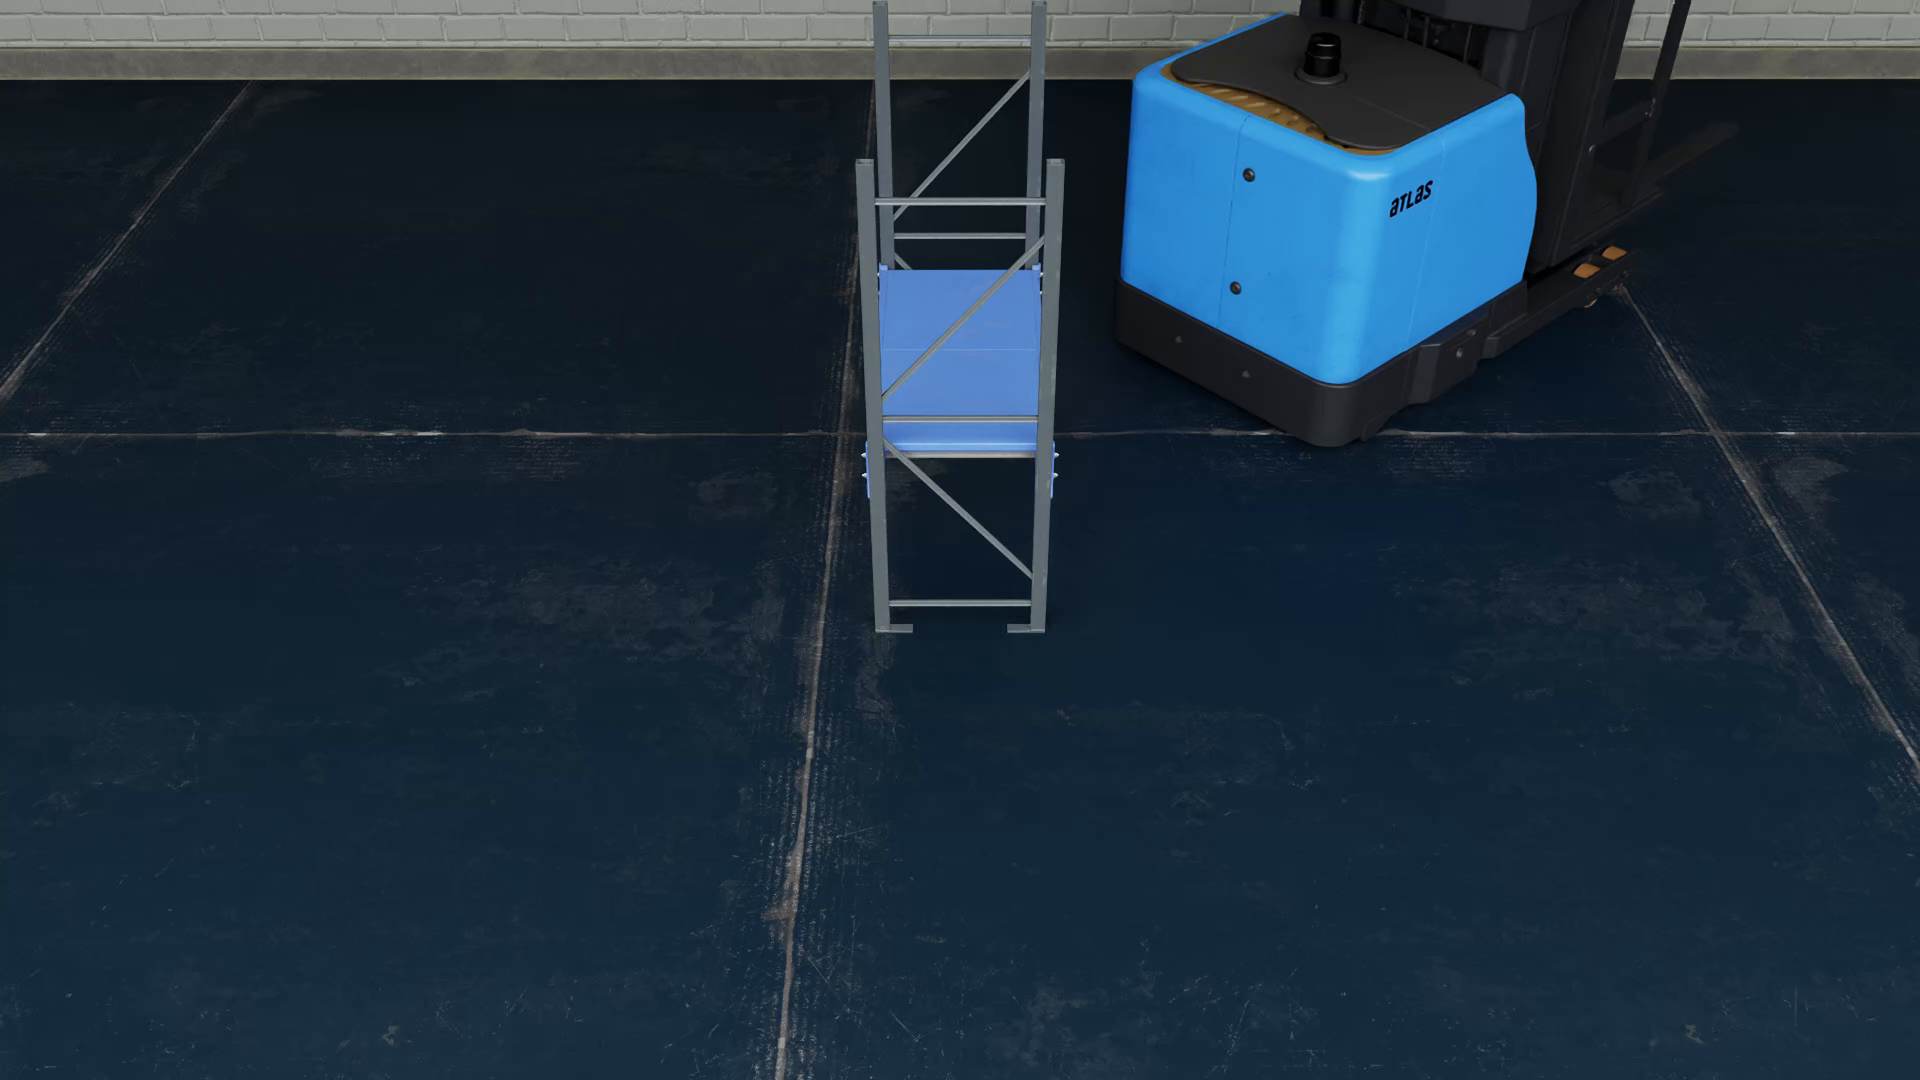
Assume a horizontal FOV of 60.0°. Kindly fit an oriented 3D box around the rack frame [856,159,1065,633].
[{"bbox_3d":[0.000,-0.321,4.451,0.500,1.500,0.032,0,39,0],"label":"rack frame"}]

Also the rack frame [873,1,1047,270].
[{"bbox_3d":[-0.001,-0.956,5.244,0.500,1.500,0.032,0,39,0],"label":"rack frame"}]

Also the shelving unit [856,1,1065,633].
[{"bbox_3d":[0.000,-0.639,4.848,0.538,1.500,1.048,0,39,0],"label":"shelving unit"}]

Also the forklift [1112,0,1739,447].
[{"bbox_3d":[1.983,-2.248,5.711,3.031,2.935,1.130,-30,47,-32],"label":"forklift"}]

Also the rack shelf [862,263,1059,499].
[{"bbox_3d":[0.000,-0.498,4.960,0.538,0.185,1.000,0,39,0],"label":"rack shelf"}]
